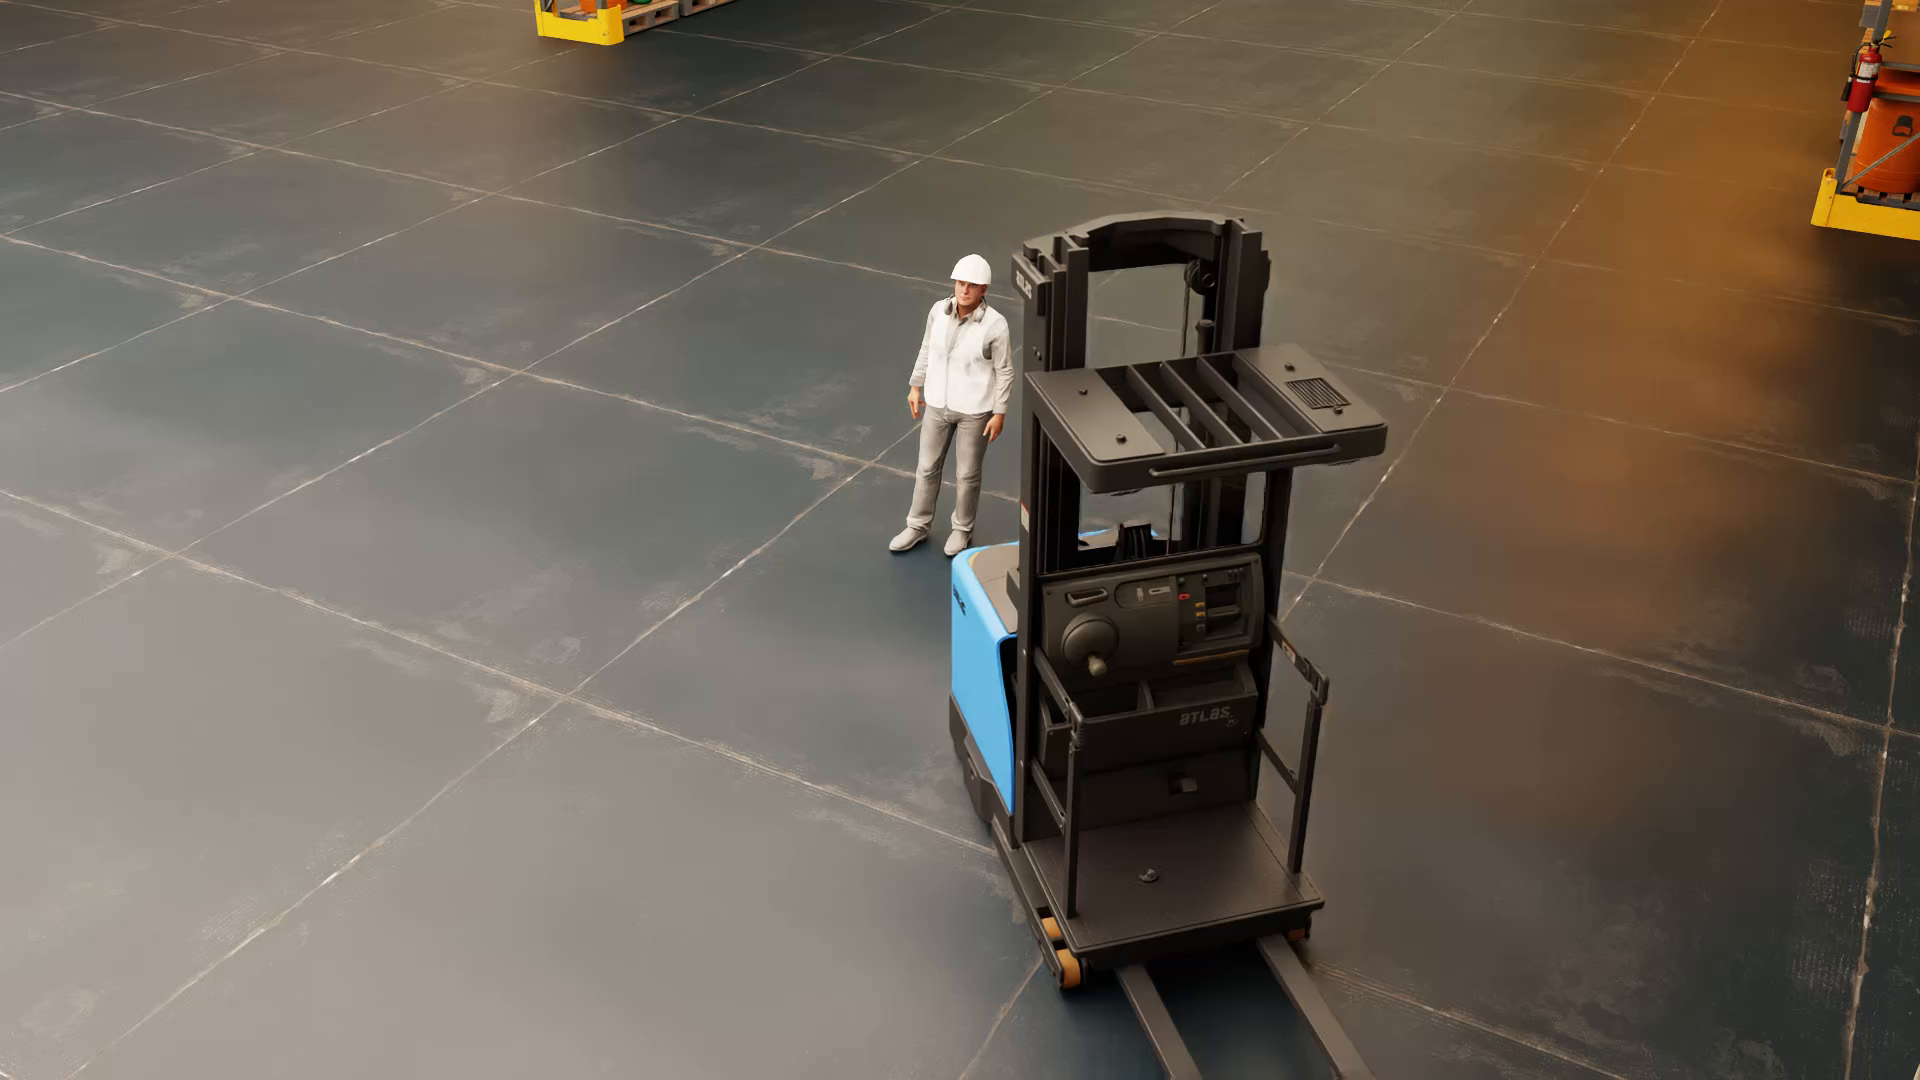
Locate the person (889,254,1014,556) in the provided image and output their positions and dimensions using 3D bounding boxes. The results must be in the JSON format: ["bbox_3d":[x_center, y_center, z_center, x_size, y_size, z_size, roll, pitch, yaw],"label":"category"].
[{"bbox_3d":[-0.037,-0.749,9.511,0.633,1.775,0.566,15,33,25],"label":"person"}]

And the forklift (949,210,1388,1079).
[{"bbox_3d":[0.838,0.351,6.463,1.130,2.935,3.031,-8,31,-14],"label":"forklift"}]
